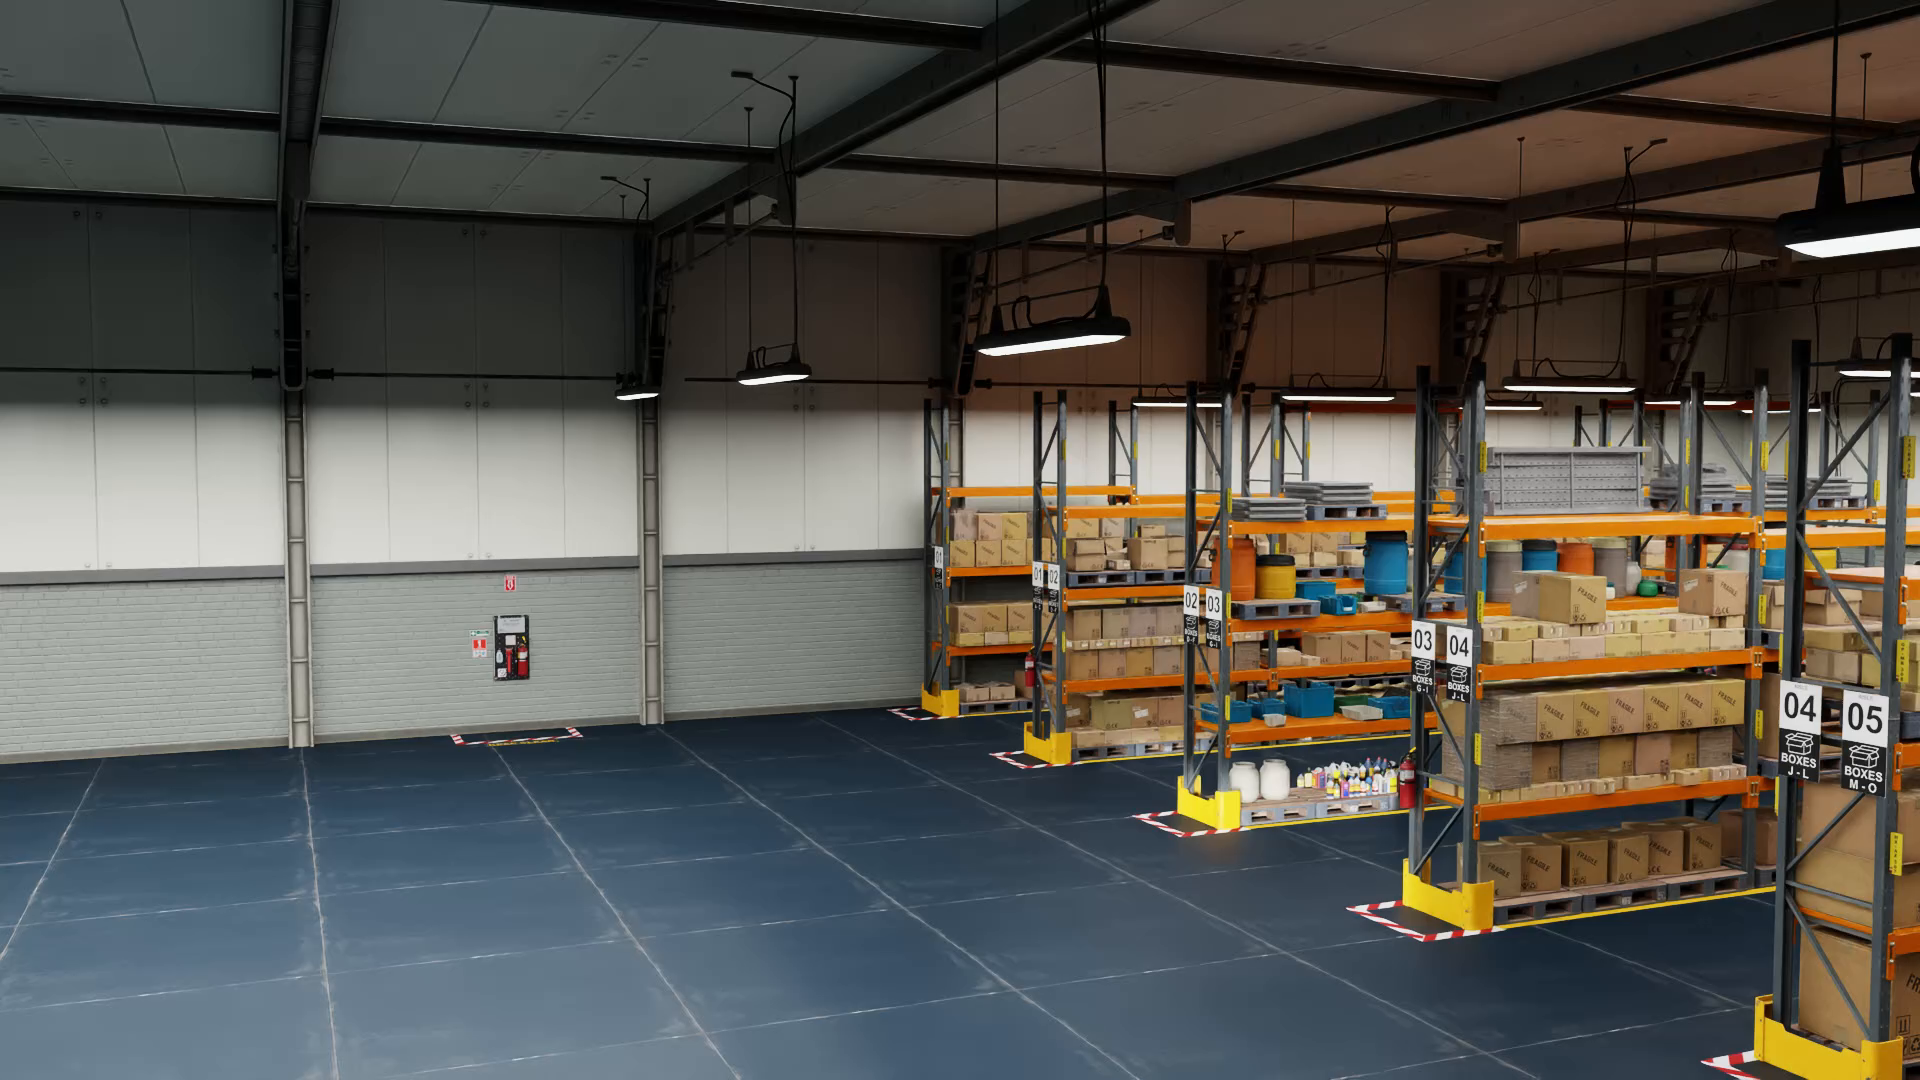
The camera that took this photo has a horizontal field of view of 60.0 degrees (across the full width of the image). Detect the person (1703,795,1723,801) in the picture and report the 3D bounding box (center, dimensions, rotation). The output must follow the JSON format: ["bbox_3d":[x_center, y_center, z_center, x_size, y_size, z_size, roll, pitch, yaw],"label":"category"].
[{"bbox_3d":[10.709,2.920,23.888,0.652,1.681,0.728,-1,3,-13],"label":"person"}]
